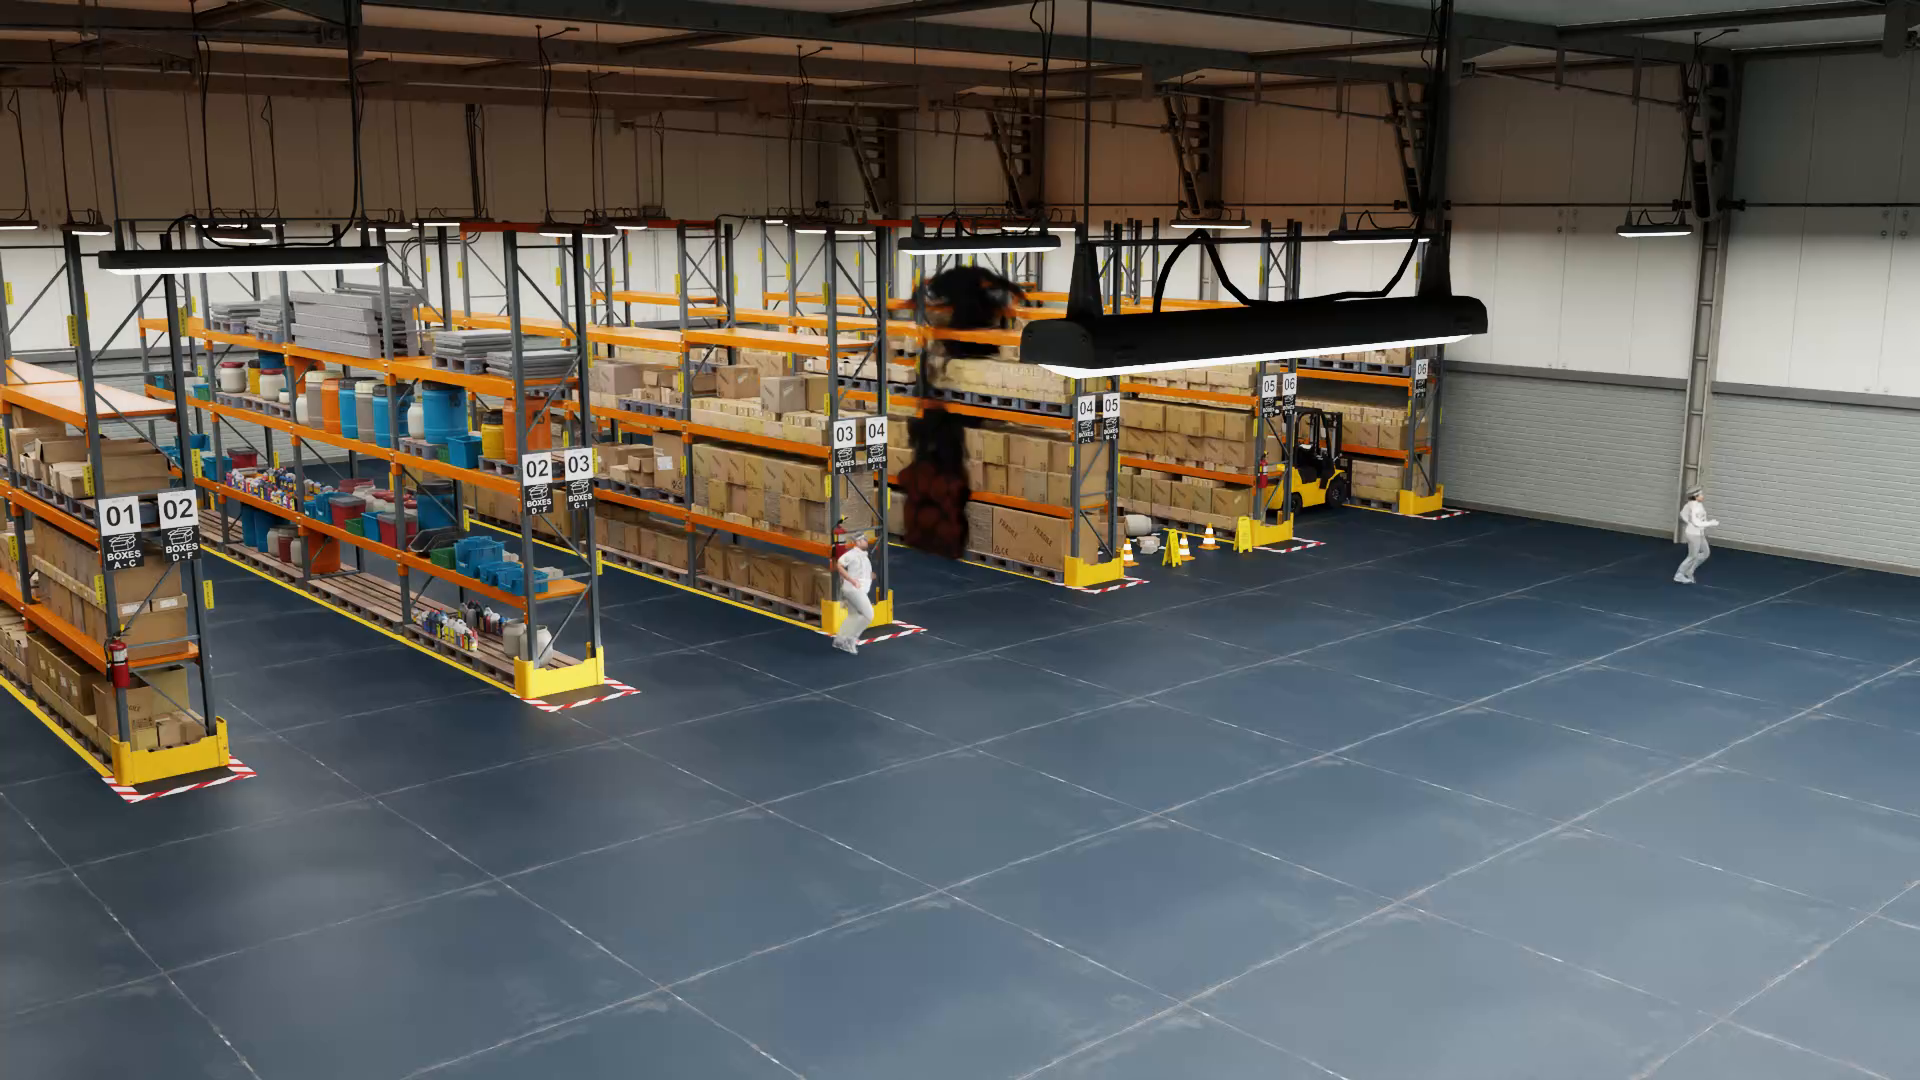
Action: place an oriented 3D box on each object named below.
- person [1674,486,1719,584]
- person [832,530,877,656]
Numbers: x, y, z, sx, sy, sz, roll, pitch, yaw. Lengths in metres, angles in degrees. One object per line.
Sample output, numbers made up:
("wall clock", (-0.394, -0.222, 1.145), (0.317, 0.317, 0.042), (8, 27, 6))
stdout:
("person", (12.422, -0.076, 28.006), (0.619, 1.695, 0.595), (5, 12, 22))
("person", (-1.507, 0.739, 23.878), (0.642, 1.790, 0.673), (1, 11, 6))
